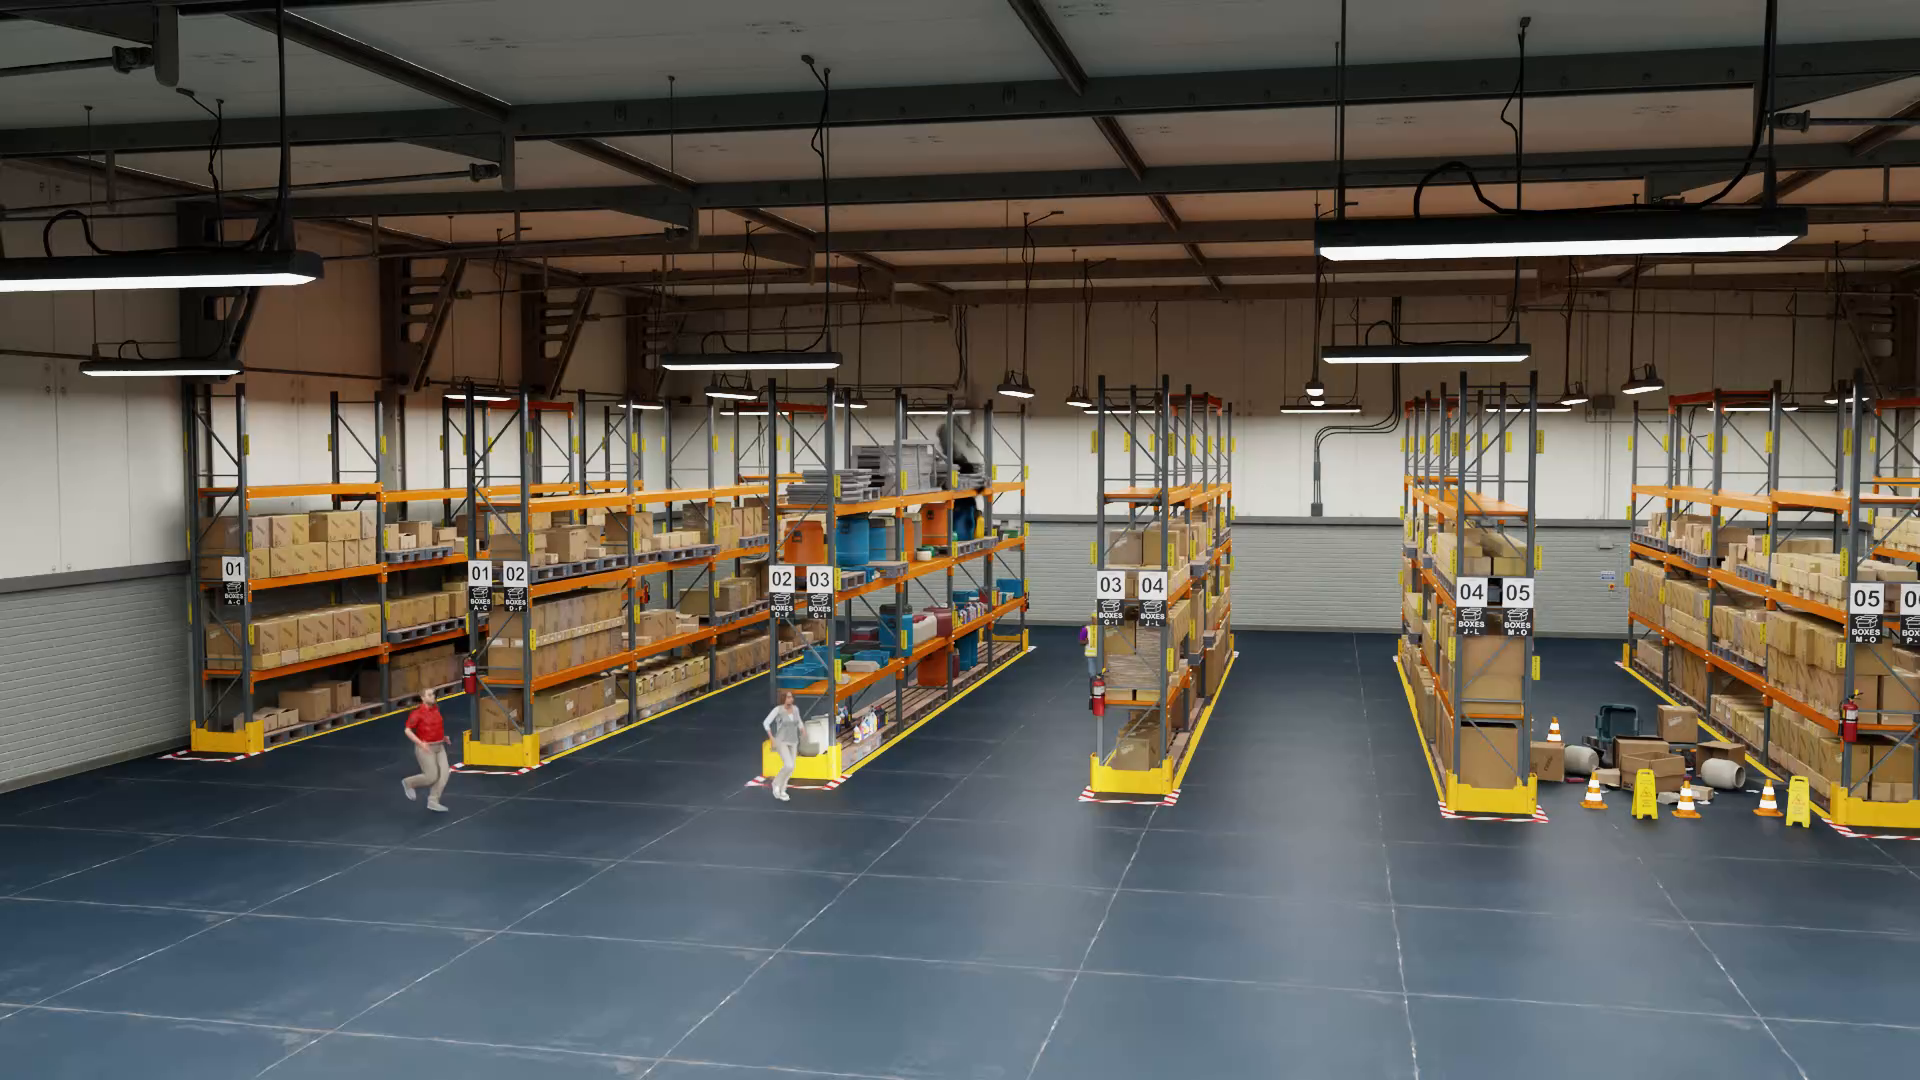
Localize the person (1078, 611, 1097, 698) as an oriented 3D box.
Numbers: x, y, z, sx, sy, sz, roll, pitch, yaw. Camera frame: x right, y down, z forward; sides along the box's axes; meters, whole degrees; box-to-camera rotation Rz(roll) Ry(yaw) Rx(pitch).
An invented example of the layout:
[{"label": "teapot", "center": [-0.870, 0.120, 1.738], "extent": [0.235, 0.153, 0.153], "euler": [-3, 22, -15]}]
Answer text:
[{"label": "person", "center": [2.618, 2.279, 32.069], "extent": [0.677, 1.823, 0.738], "euler": [0, 3, 8]}]

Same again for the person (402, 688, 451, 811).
[{"label": "person", "center": [-7.308, 2.866, 22.798], "extent": [0.644, 1.684, 0.665], "euler": [1, 4, 24]}]

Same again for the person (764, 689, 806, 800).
[{"label": "person", "center": [-2.413, 2.880, 23.345], "extent": [0.543, 1.568, 0.565], "euler": [-3, 4, -41]}]
